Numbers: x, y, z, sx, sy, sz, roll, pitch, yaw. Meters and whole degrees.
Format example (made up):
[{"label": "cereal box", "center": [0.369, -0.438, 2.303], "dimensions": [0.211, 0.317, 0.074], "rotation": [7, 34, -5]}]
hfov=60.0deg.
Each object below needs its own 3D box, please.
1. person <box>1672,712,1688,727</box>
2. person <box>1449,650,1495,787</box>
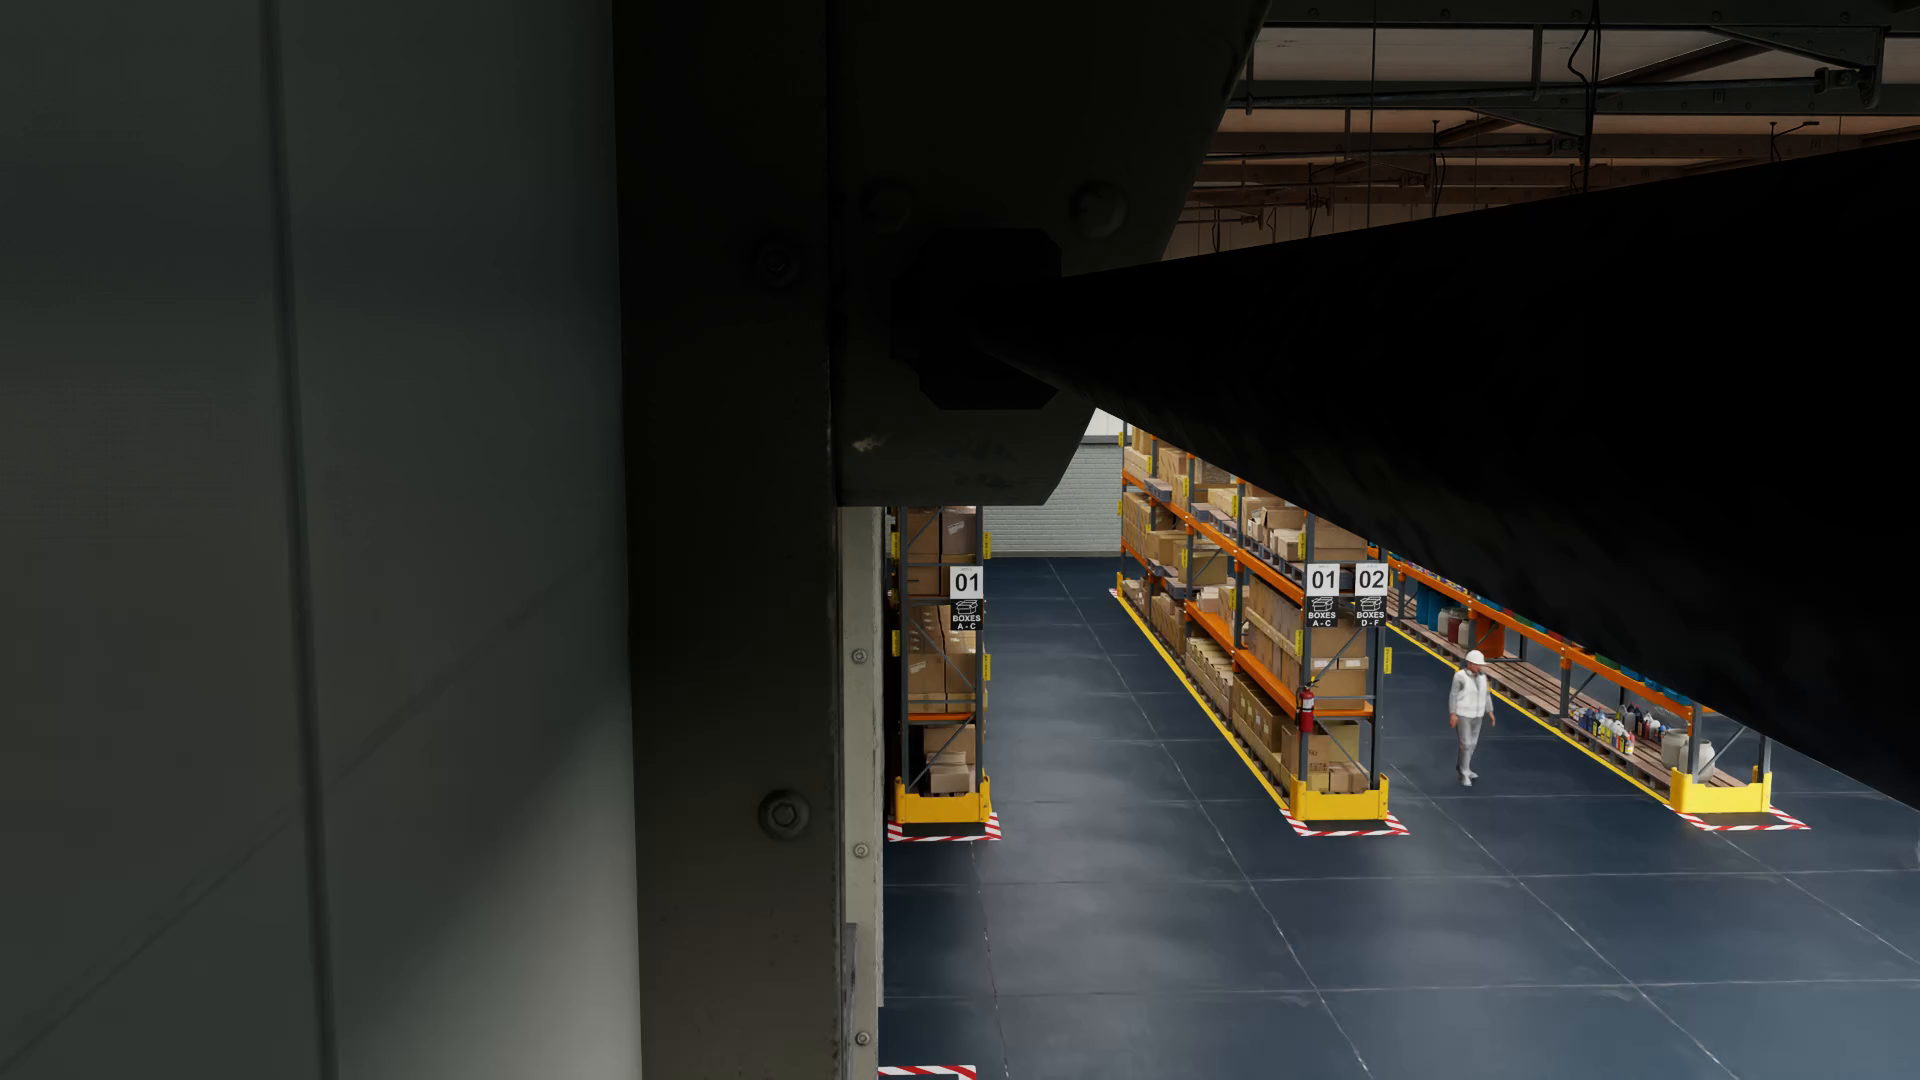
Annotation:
[{"label": "person", "center": [10.963, 2.046, 25.198], "dimensions": [0.461, 1.518, 0.741], "rotation": [-1, 8, -6]}, {"label": "person", "center": [6.812, 2.365, 22.205], "dimensions": [0.587, 1.836, 0.506], "rotation": [-3, 9, -23]}]
